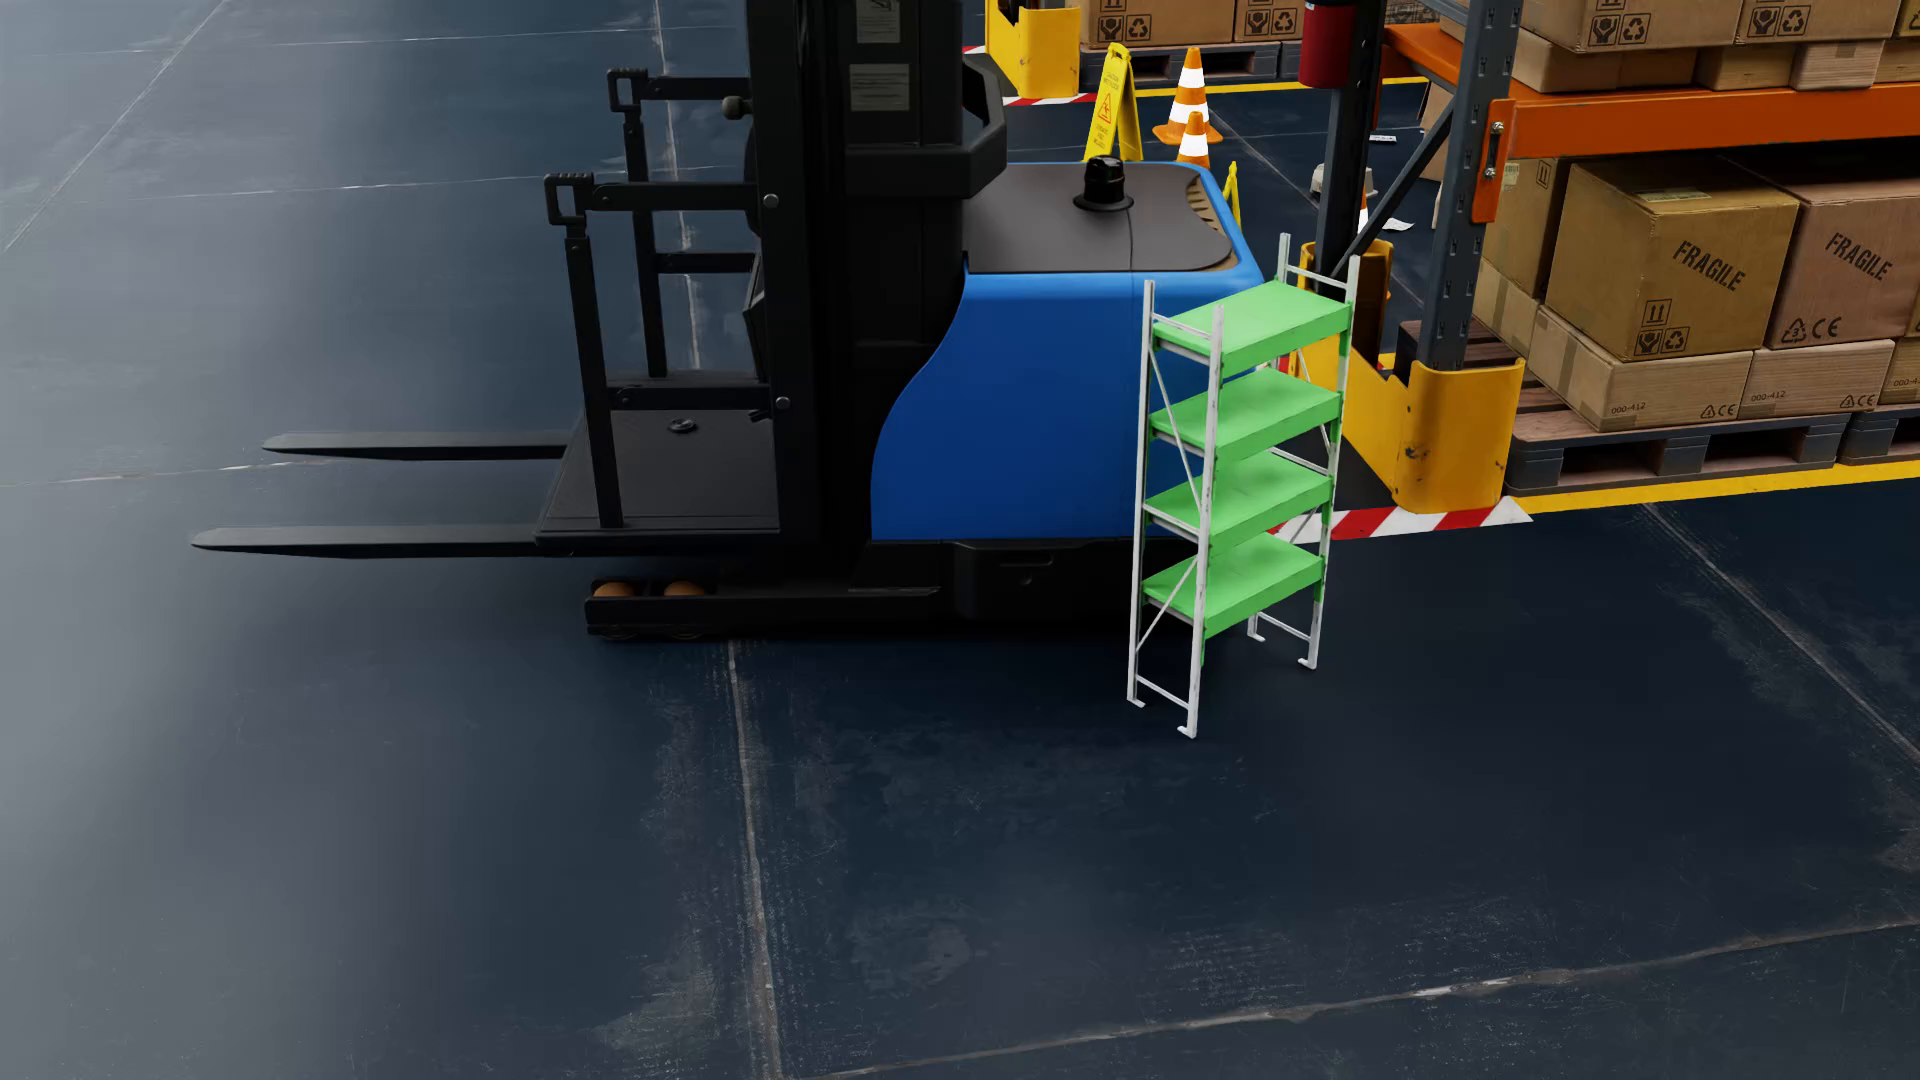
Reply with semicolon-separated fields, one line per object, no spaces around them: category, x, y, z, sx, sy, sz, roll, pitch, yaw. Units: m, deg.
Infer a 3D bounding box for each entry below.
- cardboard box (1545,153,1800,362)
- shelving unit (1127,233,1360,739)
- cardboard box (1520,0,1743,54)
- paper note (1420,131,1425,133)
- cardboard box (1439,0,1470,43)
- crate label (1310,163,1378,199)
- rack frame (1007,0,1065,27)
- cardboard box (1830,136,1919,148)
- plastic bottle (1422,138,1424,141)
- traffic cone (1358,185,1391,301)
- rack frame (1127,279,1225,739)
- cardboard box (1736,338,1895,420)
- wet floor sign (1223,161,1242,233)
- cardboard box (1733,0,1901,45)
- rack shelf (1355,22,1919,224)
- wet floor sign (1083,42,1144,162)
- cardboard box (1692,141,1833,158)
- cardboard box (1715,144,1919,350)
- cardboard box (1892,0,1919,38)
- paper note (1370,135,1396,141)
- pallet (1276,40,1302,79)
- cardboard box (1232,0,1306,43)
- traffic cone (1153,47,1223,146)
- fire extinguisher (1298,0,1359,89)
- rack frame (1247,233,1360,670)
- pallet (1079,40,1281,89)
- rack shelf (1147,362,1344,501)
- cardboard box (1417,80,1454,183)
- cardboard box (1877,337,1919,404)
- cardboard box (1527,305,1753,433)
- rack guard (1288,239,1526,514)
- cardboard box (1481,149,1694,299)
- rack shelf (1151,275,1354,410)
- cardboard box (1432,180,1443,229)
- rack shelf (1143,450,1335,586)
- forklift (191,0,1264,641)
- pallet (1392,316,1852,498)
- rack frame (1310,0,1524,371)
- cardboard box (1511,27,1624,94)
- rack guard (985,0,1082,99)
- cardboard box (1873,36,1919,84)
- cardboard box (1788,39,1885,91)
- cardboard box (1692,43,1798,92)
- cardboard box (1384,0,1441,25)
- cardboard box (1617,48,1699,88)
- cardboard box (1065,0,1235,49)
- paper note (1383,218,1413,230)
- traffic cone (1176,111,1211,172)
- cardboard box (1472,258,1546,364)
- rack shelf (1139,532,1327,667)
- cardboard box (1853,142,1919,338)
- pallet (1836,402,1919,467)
cardboard box;2.304;-0.929;5.428;0.500;0.500;0.500;-6;31;-11
shelving unit;0.714;-0.128;4.278;0.503;1.200;0.258;-23;36;-34
cardboard box;1.953;-1.748;4.871;0.500;0.500;0.500;-6;31;-10
paper note;2.549;-2.202;8.984;0.123;0.001;0.032;10;32;17
cardboard box;1.767;-1.704;5.436;0.250;0.149;0.380;-4;31;-7
crate label;1.856;-1.745;8.082;0.298;0.136;0.250;-23;38;-34
rack frame;0.446;-4.130;9.315;0.127;3.000;1.000;-5;31;-9
cardboard box;3.189;-1.285;6.035;0.500;0.500;0.500;-6;31;-10
plastic bottle;2.586;-2.103;8.766;0.283;0.061;0.133;-17;34;-26
traffic cone;1.628;-1.260;6.937;0.334;0.463;0.336;-5;31;-9
rack frame;0.527;-0.049;4.142;0.015;1.200;0.240;-23;36;-34
cardboard box;2.784;-0.646;5.687;0.500;0.250;0.500;-4;31;-7
wet floor sign;1.058;-1.173;6.608;0.232;0.644;0.267;5;31;8
cardboard box;2.462;-1.796;4.954;0.500;0.500;0.500;-4;31;-7
rack shelf;3.405;-1.544;5.626;4.000;0.370;1.077;-5;31;-9
wet floor sign;0.775;-2.125;8.228;0.232;0.644;0.267;-11;32;-17
cardboard box;2.691;-1.243;5.963;0.500;0.500;0.500;-4;31;-7
cardboard box;2.817;-0.978;5.513;0.500;0.500;0.500;-6;31;-11
cardboard box;2.963;-1.844;5.034;0.500;0.500;0.500;-6;31;-10
paper note;2.254;-2.142;8.865;0.142;0.017;0.144;5;31;8
pallet;2.416;-3.150;10.398;1.213;0.211;1.003;-5;31;-9
cardboard box;1.967;-3.571;10.046;0.875;0.875;0.875;-6;31;-10
traffic cone;1.225;-2.377;8.836;0.334;0.463;0.336;-5;31;-9
fire extinguisher;1.242;-1.857;5.526;0.183;0.674;0.296;-5;31;-9
rack frame;0.900;-0.208;4.414;0.015;1.200;0.240;-23;36;-34
pallet;1.219;-3.040;10.212;1.213;0.211;1.003;-5;31;-9
rack shelf;0.711;-0.282;4.192;0.480;0.148;0.258;-23;36;-34
cardboard box;2.709;-2.018;8.185;0.797;0.503;0.637;23;37;33
cardboard box;3.319;-0.702;5.783;0.500;0.250;0.500;-3;31;-6
cardboard box;2.281;-0.603;5.614;0.500;0.250;0.500;-6;31;-9
rack guard;1.512;-0.601;5.778;0.348;0.500;1.175;-5;31;-9
cardboard box;2.178;-1.193;5.879;0.500;0.500;0.500;-5;31;-9
rack shelf;0.707;-0.491;4.074;0.480;0.148;0.258;-23;36;-34
cardboard box;2.362;-1.569;7.772;0.250;0.149;0.380;10;32;17
rack shelf;0.715;-0.073;4.310;0.480;0.148;0.258;-23;36;-34
forklift;-0.712;-1.247;4.479;3.031;2.935;1.130;-1;30;-1
pallet;2.318;-0.533;5.948;1.213;0.211;1.003;-5;31;-9
rack frame;1.437;-1.671;5.133;0.127;3.000;1.000;-5;31;-9
cardboard box;1.809;-1.491;5.074;0.250;0.149;0.380;-5;31;-9
rack guard;0.423;-3.050;9.944;0.348;0.500;1.175;-5;31;-9
cardboard box;2.836;-1.545;5.167;0.250;0.149;0.380;-5;31;-8
cardboard box;2.588;-1.505;5.098;0.250;0.149;0.380;-5;31;-8
cardboard box;2.330;-1.505;5.098;0.250;0.149;0.380;-6;31;-11
cardboard box;2.864;-3.654;10.186;0.875;0.875;0.875;-5;31;-9
cardboard box;2.055;-1.521;5.125;0.250;0.149;0.380;-5;31;-8
cardboard box;1.102;-3.490;9.908;0.875;0.875;0.875;-5;31;-9
paper note;2.009;-1.470;7.720;0.142;0.019;0.148;-17;34;-26
traffic cone;1.094;-1.783;7.825;0.334;0.463;0.336;-5;31;-9
cardboard box;2.208;-0.877;6.081;0.500;0.250;0.500;-5;31;-9
rack shelf;0.718;0.136;4.427;0.480;0.148;0.258;-23;36;-34
cardboard box;3.312;-1.020;5.584;0.500;0.500;0.500;-5;31;-8
pallet;3.515;-0.642;6.134;1.213;0.211;1.003;-5;31;-9
